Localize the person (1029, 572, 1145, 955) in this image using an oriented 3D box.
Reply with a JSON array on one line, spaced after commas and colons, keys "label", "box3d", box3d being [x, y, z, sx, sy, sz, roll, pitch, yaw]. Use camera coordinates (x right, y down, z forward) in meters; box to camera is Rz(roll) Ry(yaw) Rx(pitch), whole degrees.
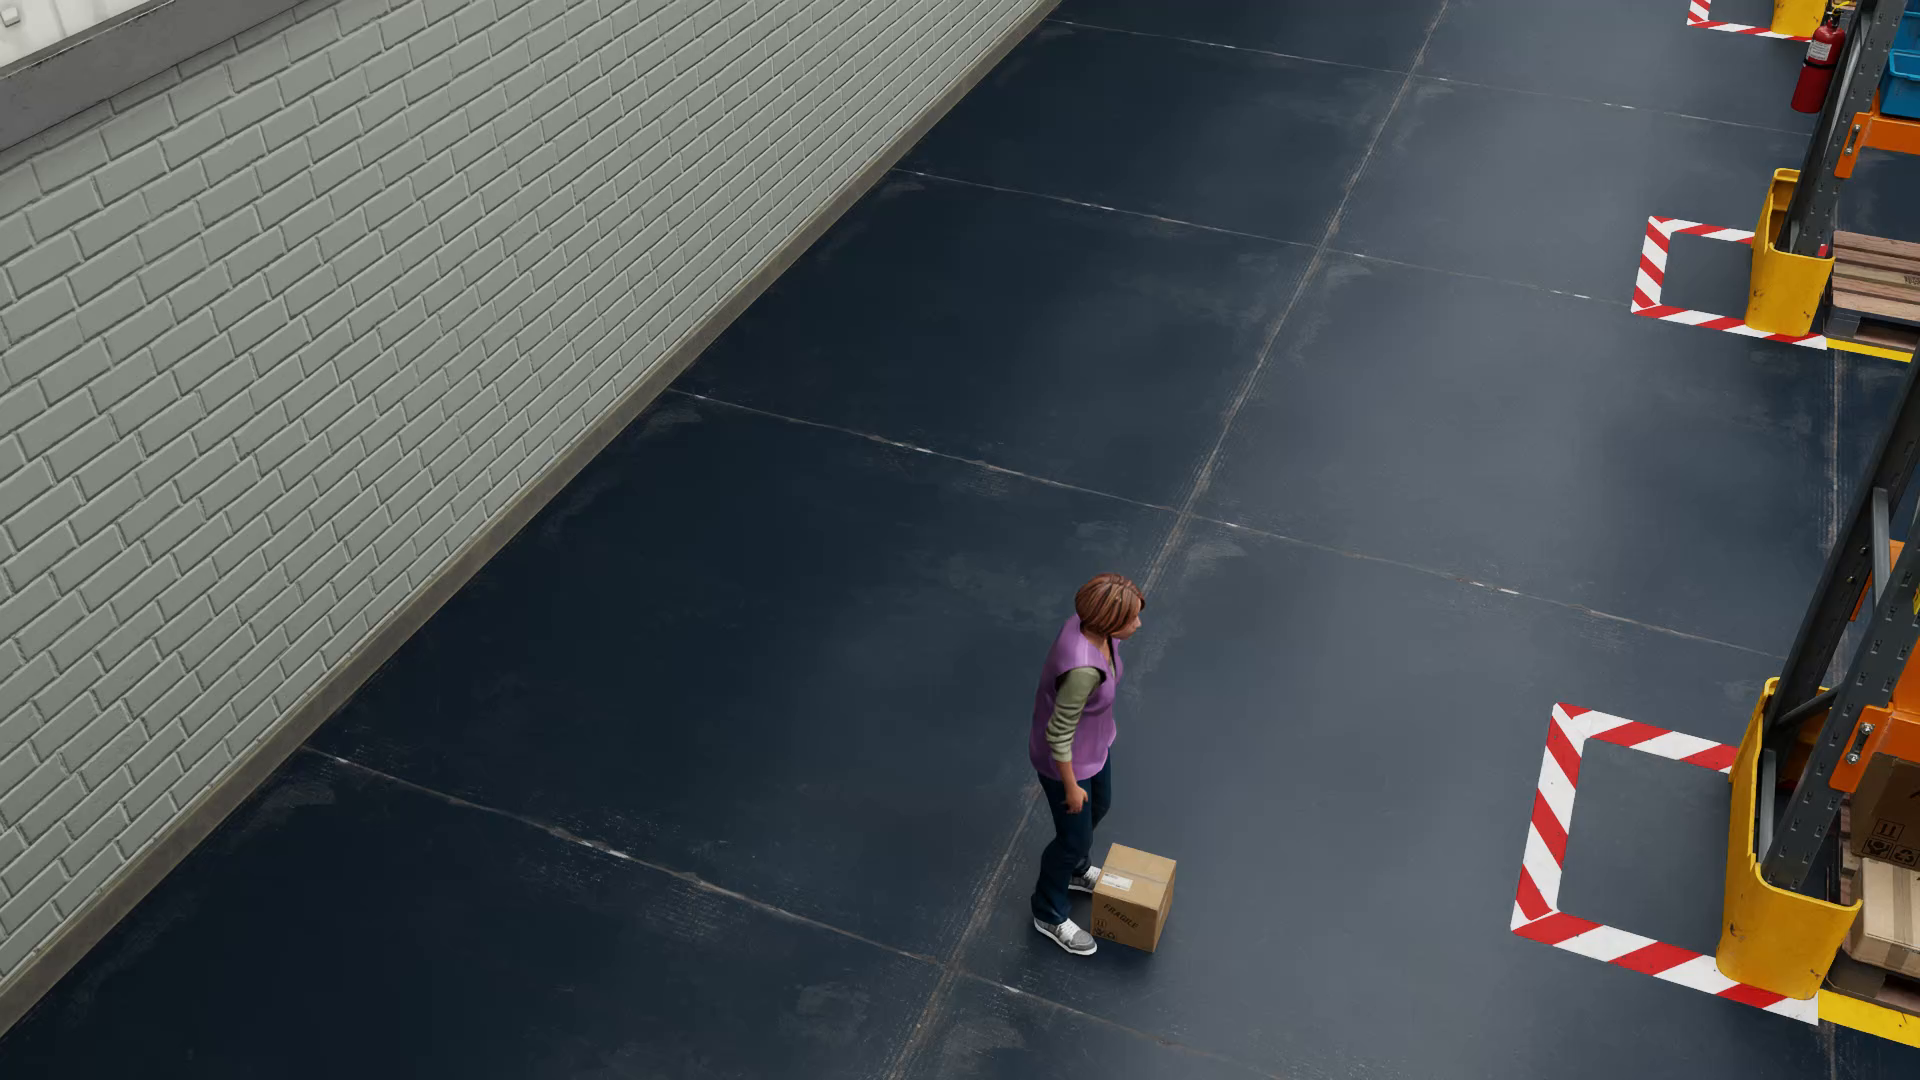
[{"label": "person", "box3d": [0.423, 0.755, 5.861, 0.347, 1.591, 0.480, 12, 40, 15]}]
